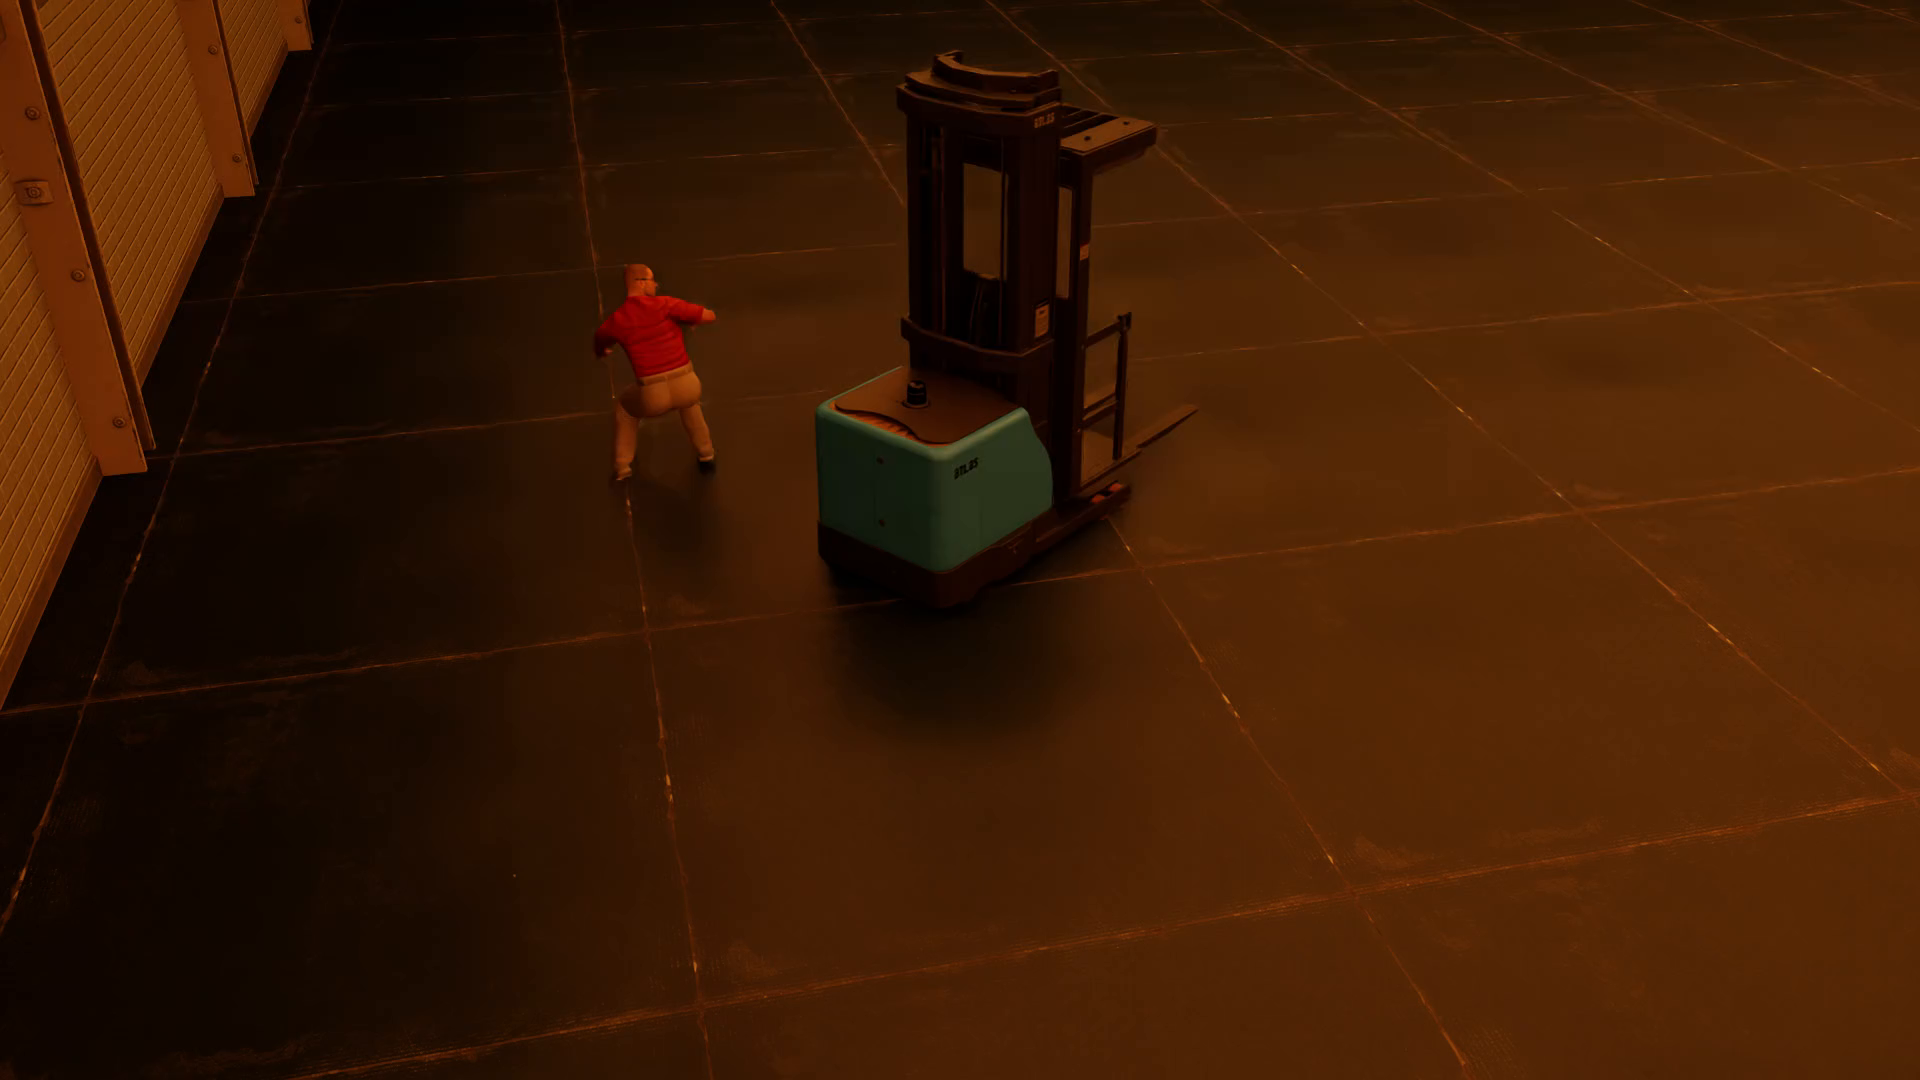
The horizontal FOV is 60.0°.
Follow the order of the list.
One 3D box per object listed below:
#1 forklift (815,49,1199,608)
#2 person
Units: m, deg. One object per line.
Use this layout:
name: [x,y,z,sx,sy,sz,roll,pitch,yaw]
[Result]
forklift: [0.462,-1.538,10.232,1.130,2.935,3.031,23,37,33]
person: [-2.017,-1.133,11.055,0.794,1.498,0.896,-7,31,-12]
